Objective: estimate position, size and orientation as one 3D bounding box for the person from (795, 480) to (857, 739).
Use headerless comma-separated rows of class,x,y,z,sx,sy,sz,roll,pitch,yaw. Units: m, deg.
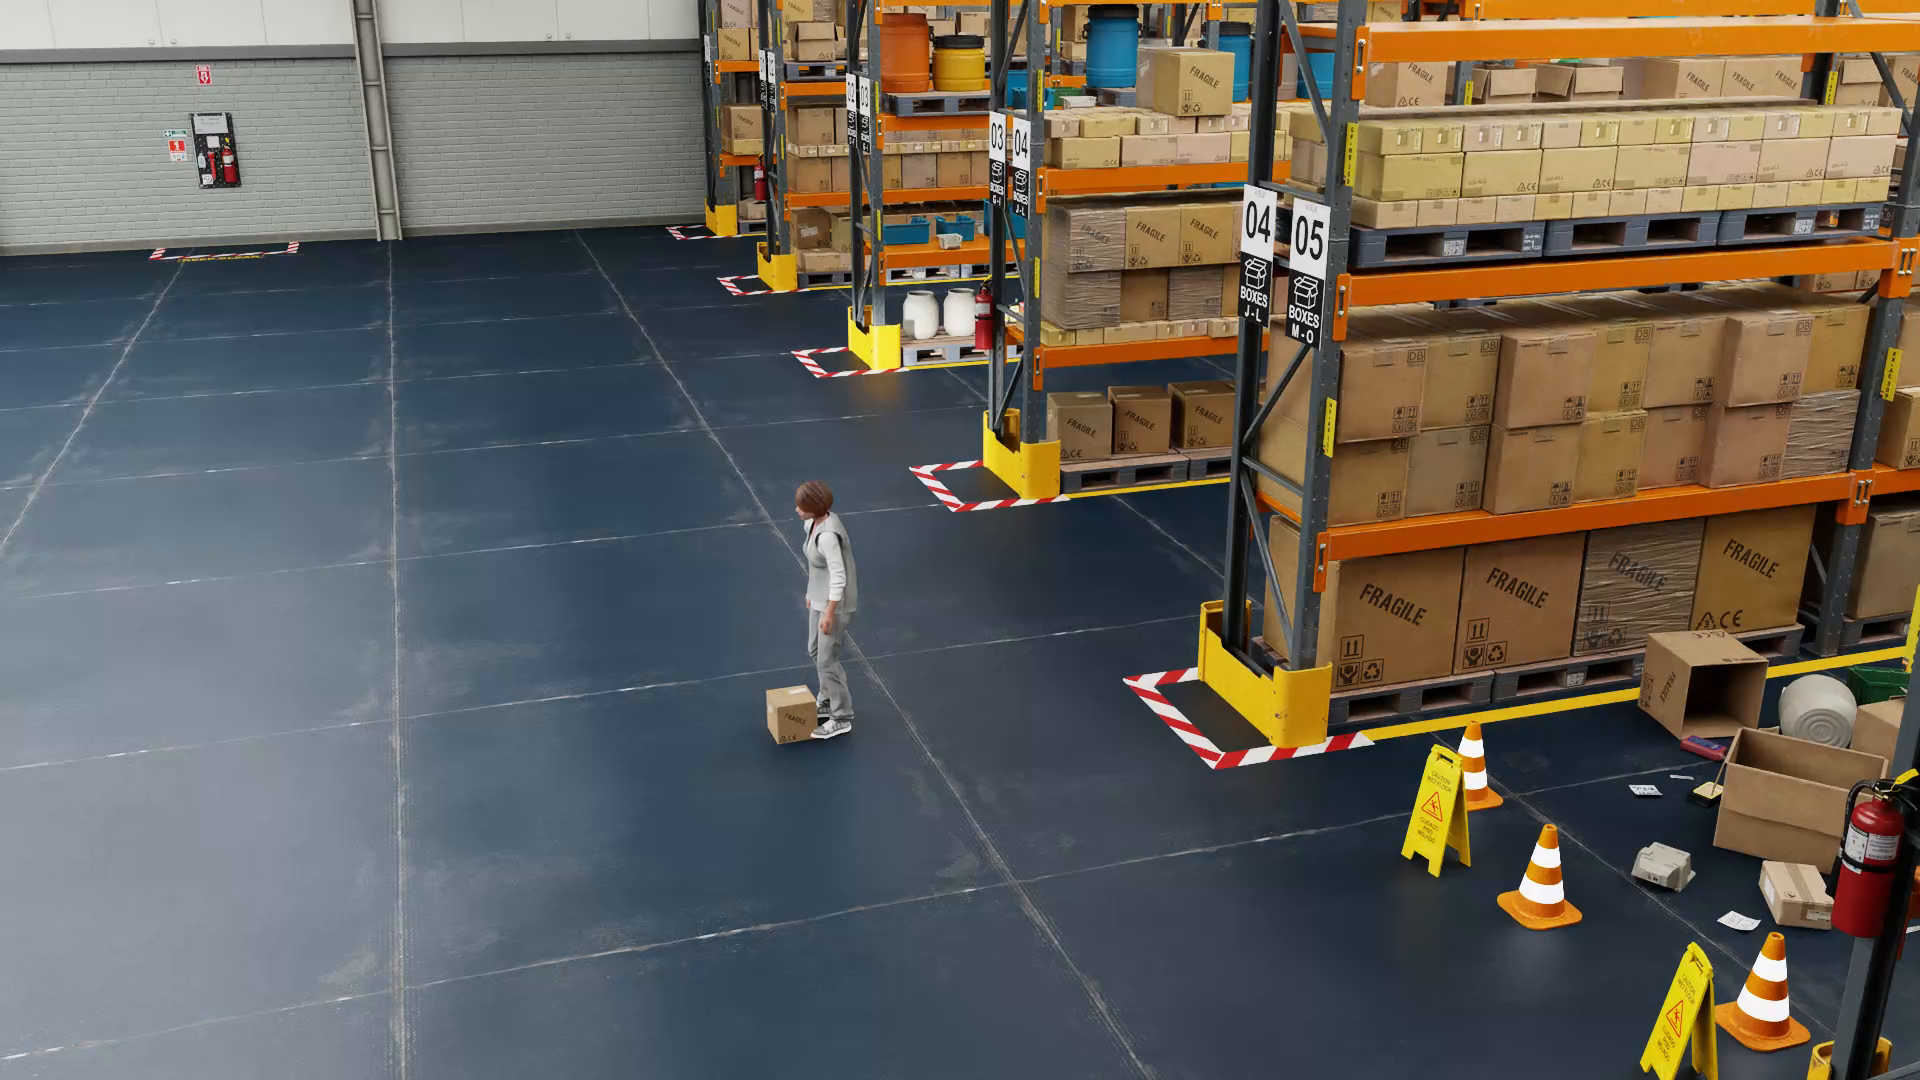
person,-0.800,0.399,9.961,0.344,1.593,0.462,-6,20,-17
